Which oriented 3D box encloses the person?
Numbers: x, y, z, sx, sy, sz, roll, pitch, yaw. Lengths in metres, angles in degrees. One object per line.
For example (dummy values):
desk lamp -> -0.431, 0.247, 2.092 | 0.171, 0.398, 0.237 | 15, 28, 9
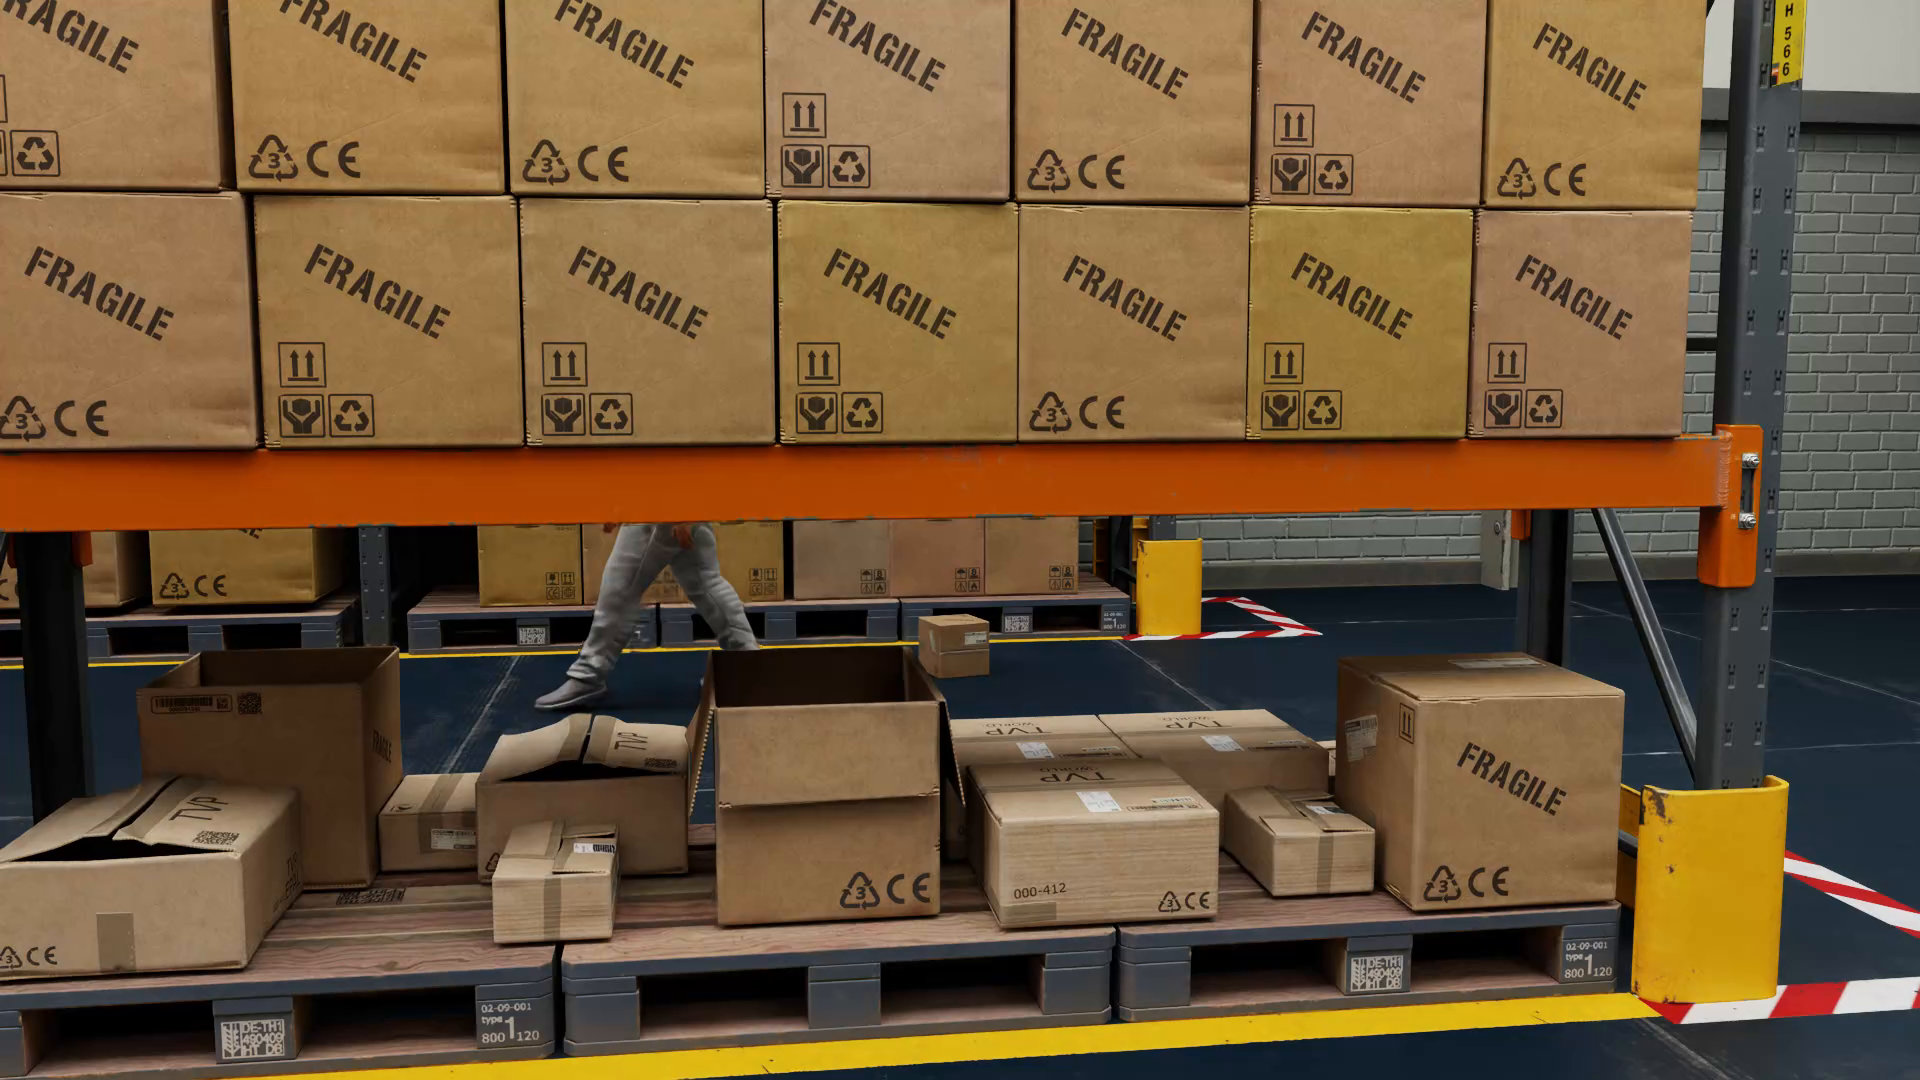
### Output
person -> -1.308, -0.132, 7.015 | 0.952, 1.635, 0.501 | -1, 7, -5
